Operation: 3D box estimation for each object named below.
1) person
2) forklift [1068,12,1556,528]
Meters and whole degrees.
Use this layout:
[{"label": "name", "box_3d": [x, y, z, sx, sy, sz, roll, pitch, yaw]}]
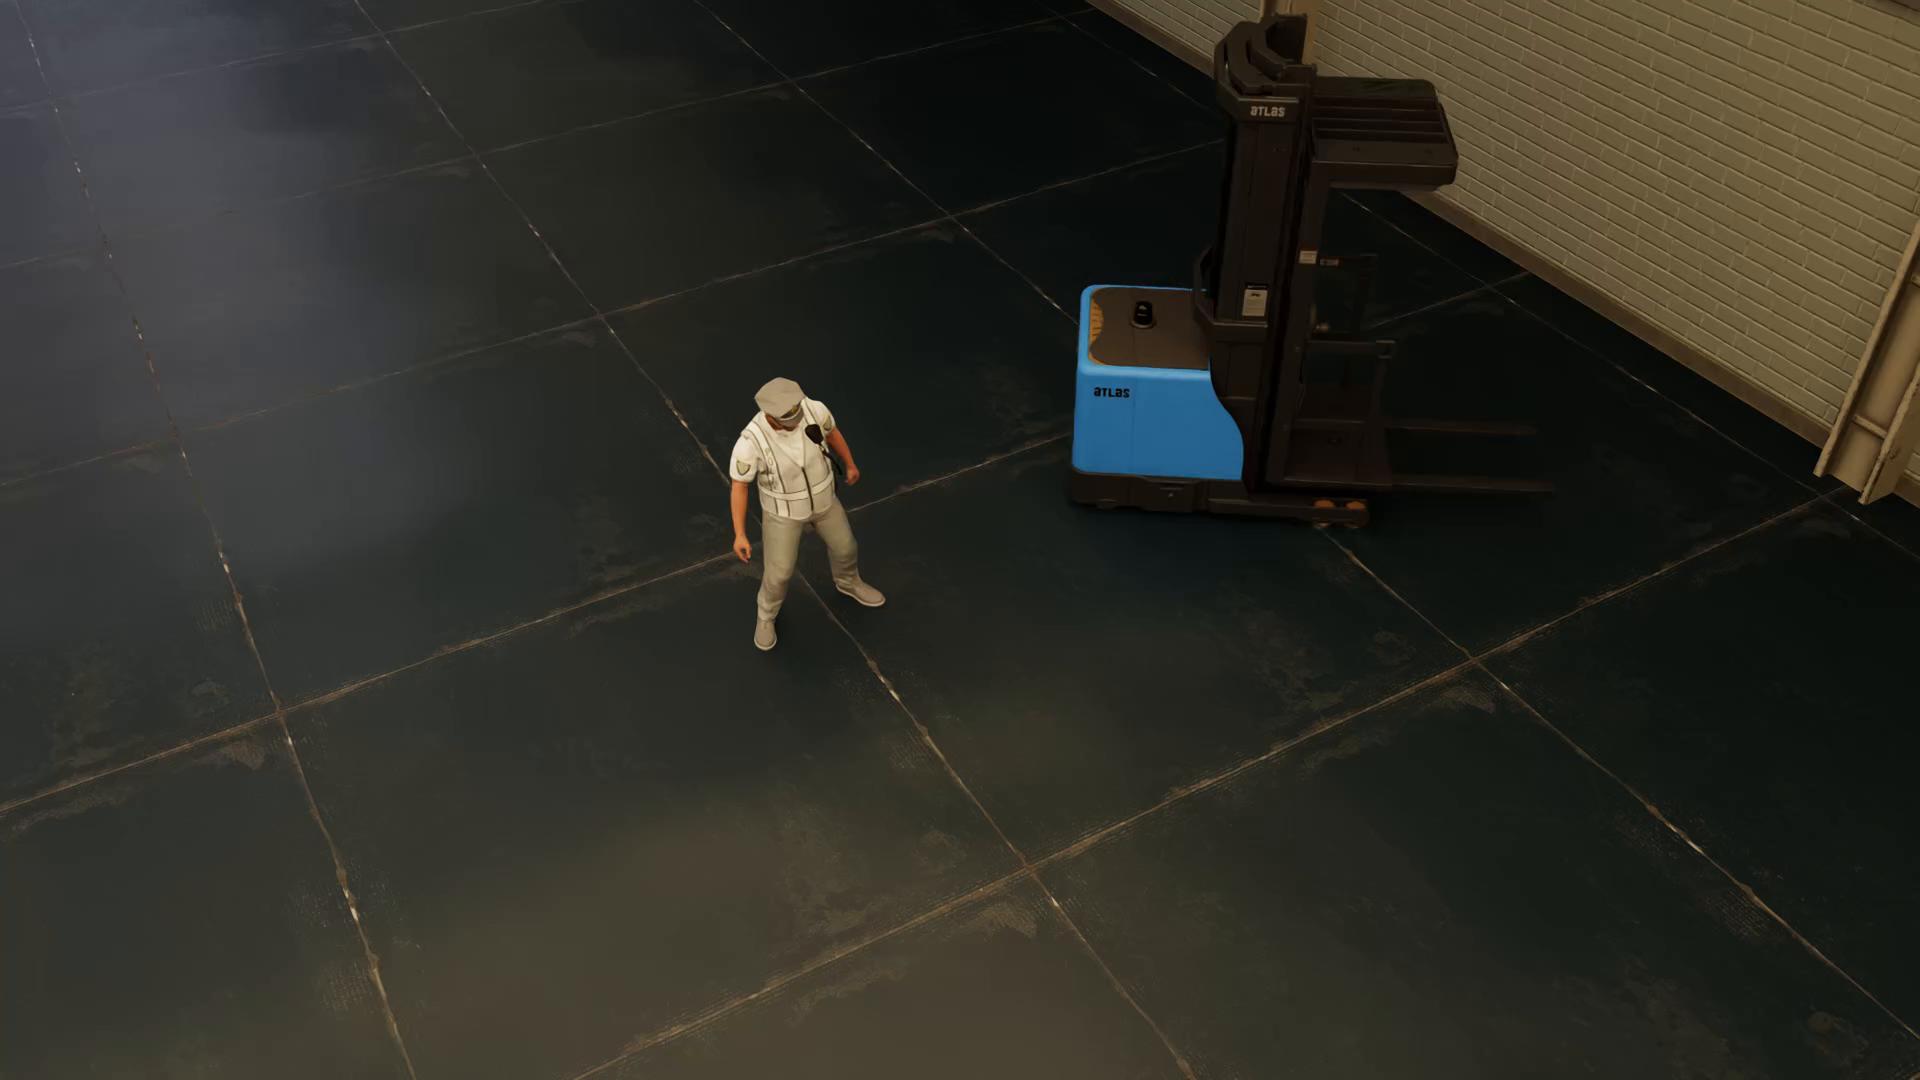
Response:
[{"label": "person", "box_3d": [-0.894, -0.202, 9.243, 0.917, 1.711, 0.427, -21, 44, -23]}, {"label": "forklift", "box_3d": [2.233, -1.559, 9.915, 3.031, 2.935, 1.130, 3, 40, 4]}]
